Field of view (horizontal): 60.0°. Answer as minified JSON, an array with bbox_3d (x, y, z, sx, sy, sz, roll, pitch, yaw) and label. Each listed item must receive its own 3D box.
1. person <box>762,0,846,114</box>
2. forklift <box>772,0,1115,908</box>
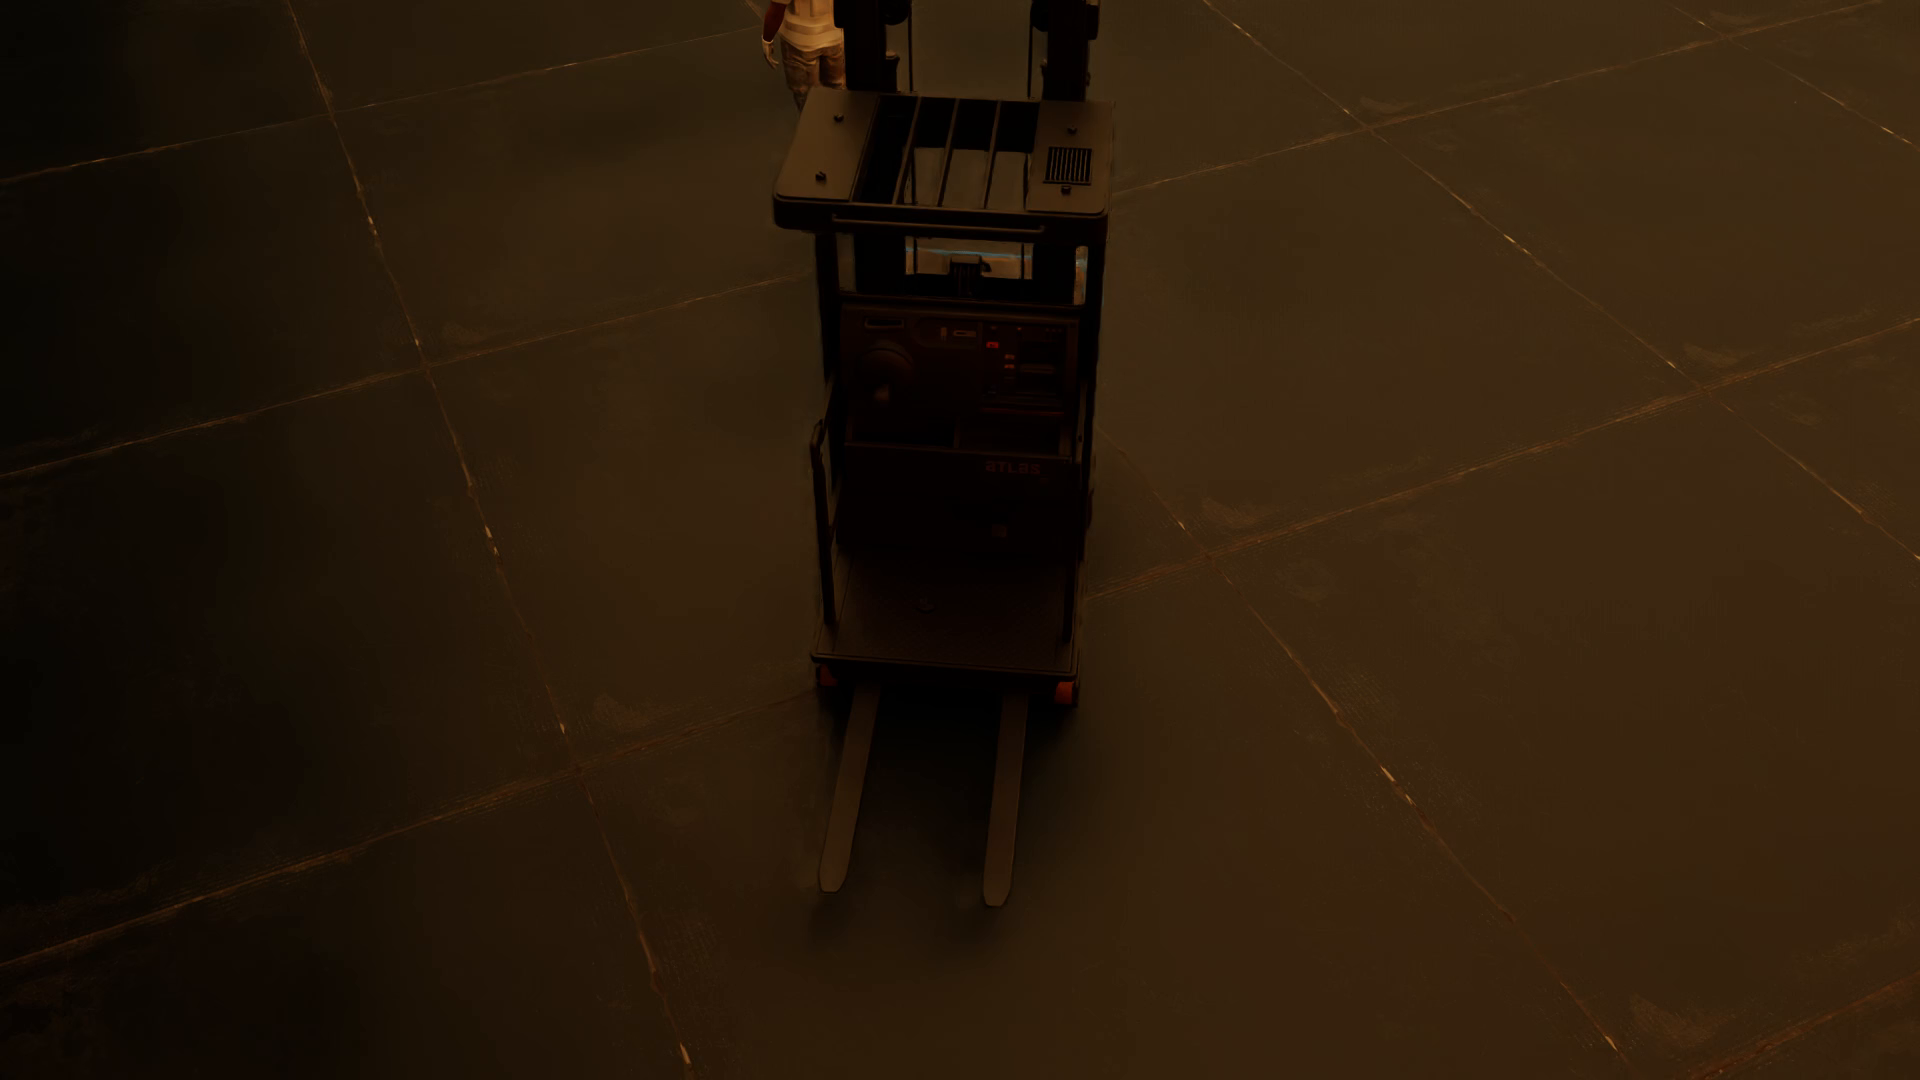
[{"bbox_3d":[-0.895,-2.998,9.723,0.657,1.784,0.576,-26,49,-25],"label":"person"},{"bbox_3d":[-0.025,-0.619,6.343,1.130,2.935,3.031,4,43,4],"label":"forklift"}]
